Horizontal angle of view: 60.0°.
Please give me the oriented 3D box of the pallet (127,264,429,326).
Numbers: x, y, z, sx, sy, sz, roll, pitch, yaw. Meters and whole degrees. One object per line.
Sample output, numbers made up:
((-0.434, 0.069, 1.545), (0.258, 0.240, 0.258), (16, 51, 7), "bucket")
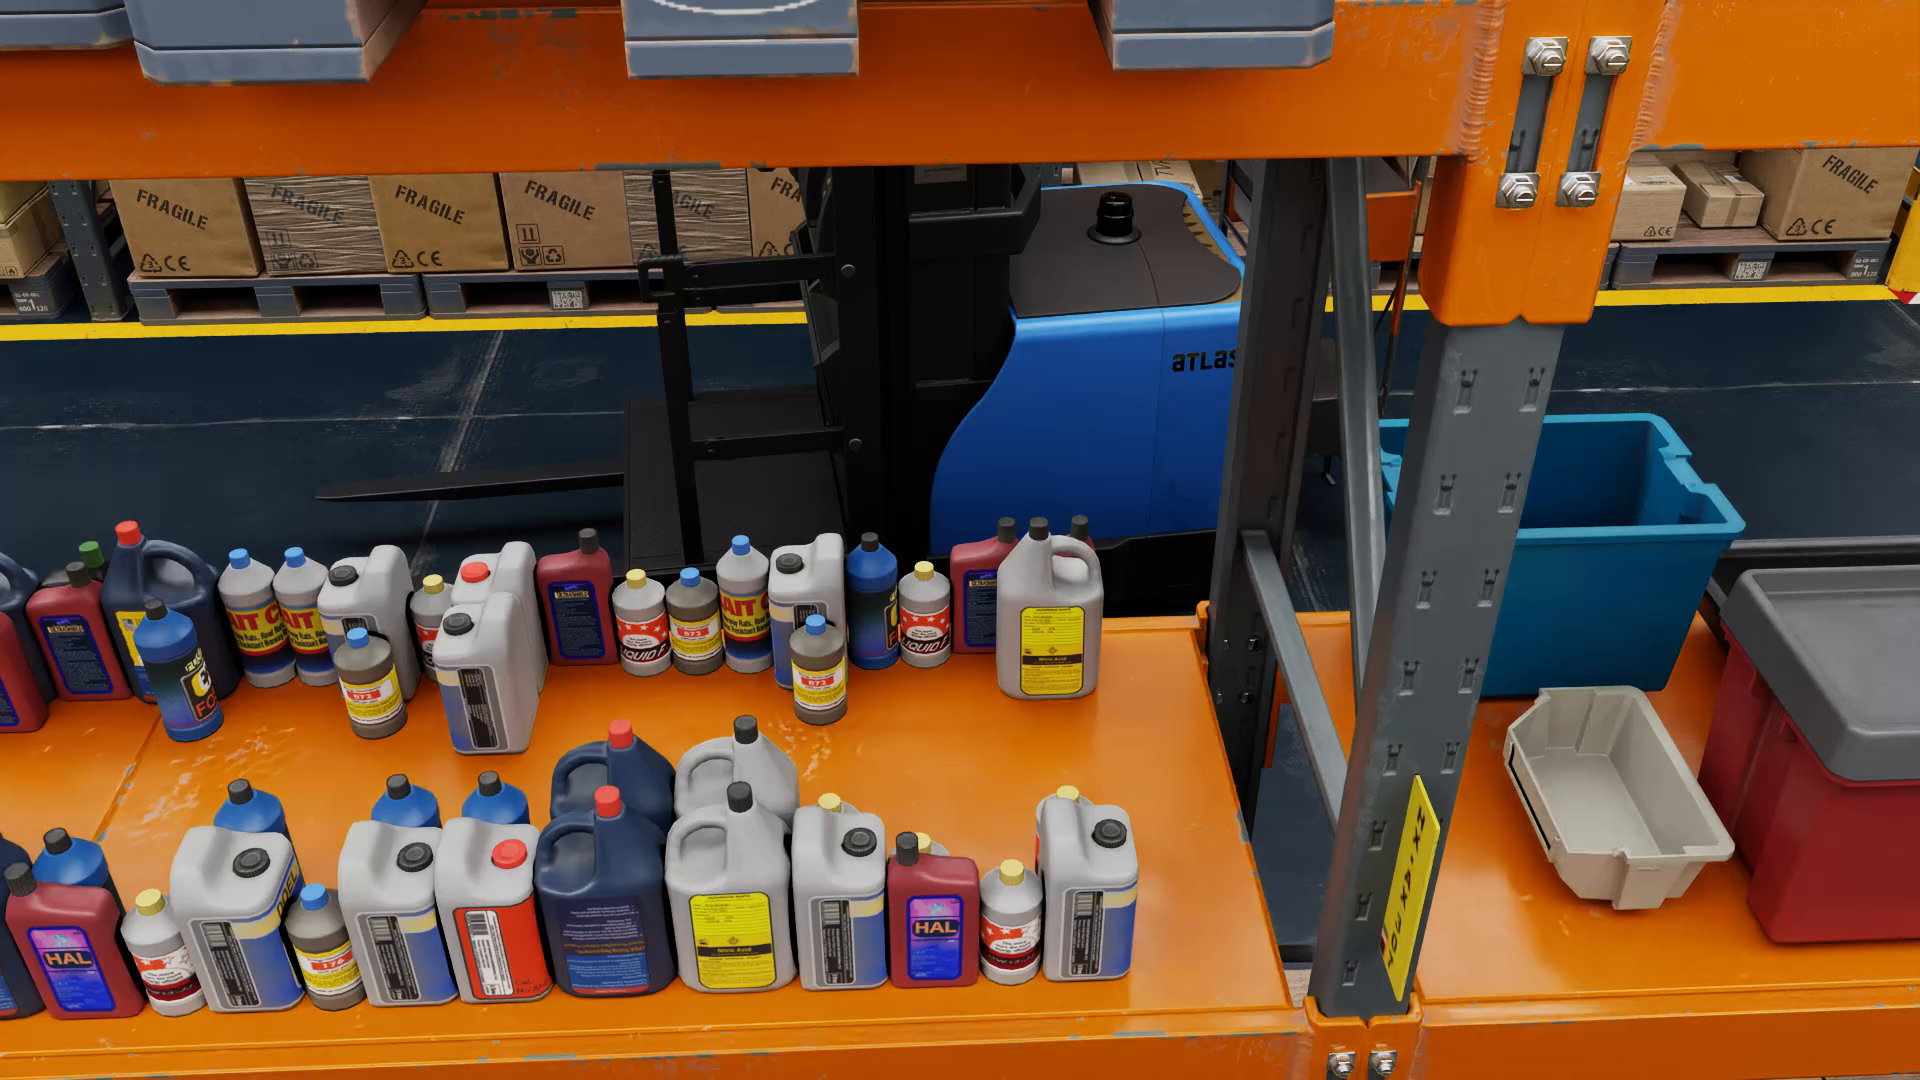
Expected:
((-2.910, -1.295, 7.435), (1.213, 0.211, 1.003), (-2, 35, -2), "pallet")

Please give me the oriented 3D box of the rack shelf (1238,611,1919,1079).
((2.566, 0.507, 3.013), (4.000, 0.370, 1.077), (-2, 35, -2), "rack shelf")

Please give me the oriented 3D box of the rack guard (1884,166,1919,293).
((4.257, -1.628, 7.664), (0.348, 0.500, 1.175), (-2, 35, -2), "rack guard")

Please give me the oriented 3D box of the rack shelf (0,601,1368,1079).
((-1.429, 0.615, 2.858), (4.000, 0.370, 1.077), (-2, 35, -2), "rack shelf")

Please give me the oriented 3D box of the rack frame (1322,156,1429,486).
((1.370, -0.997, 5.346), (0.015, 2.100, 0.400), (-5, 35, -8), "rack frame")

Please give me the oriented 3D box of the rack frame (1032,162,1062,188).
((0.338, -2.551, 6.800), (0.127, 3.000, 1.000), (-2, 35, -2), "rack frame")

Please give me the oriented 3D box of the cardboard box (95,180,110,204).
((-4.195, -1.638, 7.528), (0.500, 0.250, 0.500), (-2, 35, -2), "cardboard box")

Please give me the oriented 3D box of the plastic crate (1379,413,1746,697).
((1.019, 0.041, 3.017), (0.575, 0.384, 0.392), (-2, 35, -2), "plastic crate")

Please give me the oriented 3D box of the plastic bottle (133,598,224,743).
((-1.373, 0.220, 2.909), (0.097, 0.271, 0.097), (0, 35, 0), "plastic bottle")

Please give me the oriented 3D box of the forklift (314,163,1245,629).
((-0.621, -1.147, 4.832), (3.031, 2.935, 1.130), (-5, 35, -8), "forklift")

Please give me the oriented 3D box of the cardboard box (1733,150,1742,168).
((3.649, -1.852, 7.893), (0.250, 0.166, 0.380), (-2, 35, -2), "cardboard box")

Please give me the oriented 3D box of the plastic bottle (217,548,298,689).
((-1.283, 0.135, 3.032), (0.097, 0.271, 0.097), (0, 35, 0), "plastic bottle")

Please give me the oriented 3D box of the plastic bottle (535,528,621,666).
((-0.705, 0.104, 3.066), (0.133, 0.283, 0.061), (-2, 35, -2), "plastic bottle")

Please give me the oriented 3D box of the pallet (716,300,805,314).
((-0.473, -1.360, 7.530), (1.213, 0.211, 1.003), (-2, 35, -2), "pallet")

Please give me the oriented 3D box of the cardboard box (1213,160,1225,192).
((1.265, -1.780, 7.805), (0.250, 0.149, 0.380), (-2, 35, -2), "cardboard box")

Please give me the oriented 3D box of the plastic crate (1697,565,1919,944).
((1.472, 0.333, 2.524), (0.583, 0.464, 0.402), (-2, 35, -2), "plastic crate")

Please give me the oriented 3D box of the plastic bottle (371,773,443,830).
((-0.837, 0.469, 2.549), (0.097, 0.271, 0.097), (0, 35, 0), "plastic bottle")

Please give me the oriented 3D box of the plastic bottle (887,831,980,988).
((-0.039, 0.540, 2.437), (0.133, 0.283, 0.061), (-2, 35, -2), "plastic bottle")

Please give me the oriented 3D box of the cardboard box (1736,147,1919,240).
((3.802, -1.657, 7.318), (0.500, 0.500, 0.500), (-2, 35, -2), "cardboard box")

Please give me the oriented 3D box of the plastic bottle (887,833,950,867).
((-0.061, 0.529, 2.524), (0.097, 0.201, 0.097), (0, 35, 0), "plastic bottle")

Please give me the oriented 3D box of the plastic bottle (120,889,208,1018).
((-1.159, 0.593, 2.431), (0.097, 0.201, 0.097), (0, 35, 0), "plastic bottle")

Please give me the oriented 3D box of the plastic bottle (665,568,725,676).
((-0.492, 0.143, 3.082), (0.097, 0.201, 0.097), (0, 35, 0), "plastic bottle")

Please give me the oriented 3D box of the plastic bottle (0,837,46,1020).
((-1.435, 0.526, 2.397), (0.185, 0.351, 0.144), (-2, 35, -2), "plastic bottle")

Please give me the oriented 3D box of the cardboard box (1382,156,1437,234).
((2.214, -1.758, 7.462), (0.637, 0.503, 0.797), (-2, 35, -2), "cardboard box")

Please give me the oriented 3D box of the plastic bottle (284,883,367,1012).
((-0.928, 0.587, 2.440), (0.097, 0.201, 0.097), (0, 35, 0), "plastic bottle")

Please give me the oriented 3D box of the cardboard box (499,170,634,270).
((-1.645, -1.491, 7.078), (0.500, 0.500, 0.500), (-3, 35, -4), "cardboard box")

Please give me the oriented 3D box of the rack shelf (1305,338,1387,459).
((1.129, -0.388, 5.719), (0.480, 0.518, 0.431), (-5, 35, -8), "rack shelf")

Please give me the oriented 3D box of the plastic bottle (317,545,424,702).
((-1.069, 0.143, 3.016), (0.135, 0.276, 0.152), (-2, 35, -2), "plastic bottle")

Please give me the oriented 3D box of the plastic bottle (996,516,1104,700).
((0.161, 0.112, 2.996), (0.185, 0.351, 0.144), (-2, 35, -2), "plastic bottle")

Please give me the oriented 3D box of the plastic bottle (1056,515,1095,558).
((0.182, 0.081, 3.100), (0.133, 0.283, 0.061), (-2, 35, -2), "plastic bottle")

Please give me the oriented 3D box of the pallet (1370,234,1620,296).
((2.245, -1.456, 7.669), (1.213, 0.211, 1.003), (-2, 35, -2), "pallet")

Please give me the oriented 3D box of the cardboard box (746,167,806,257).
((-0.636, -1.519, 7.119), (0.500, 0.500, 0.500), (-1, 35, -2), "cardboard box")

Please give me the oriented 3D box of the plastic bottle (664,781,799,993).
((-0.334, 0.496, 2.440), (0.185, 0.351, 0.144), (-2, 35, -2), "plastic bottle")

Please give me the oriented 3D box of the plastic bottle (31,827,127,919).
((-1.295, 0.533, 2.456), (0.097, 0.271, 0.097), (0, 35, 0), "plastic bottle")

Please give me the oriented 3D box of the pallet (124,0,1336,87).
((-0.210, -0.814, 1.820), (1.003, 0.211, 1.213), (-2, 35, -2), "pallet")

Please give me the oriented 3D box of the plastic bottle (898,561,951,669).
((-0.066, 0.131, 3.099), (0.097, 0.201, 0.097), (0, 35, 0), "plastic bottle")

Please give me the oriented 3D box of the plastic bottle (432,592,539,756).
((-0.830, 0.224, 2.900), (0.135, 0.276, 0.152), (-2, 35, -2), "plastic bottle")

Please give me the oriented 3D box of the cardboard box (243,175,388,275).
((-2.667, -1.463, 7.038), (0.500, 0.500, 0.500), (-3, 35, -4), "cardboard box")

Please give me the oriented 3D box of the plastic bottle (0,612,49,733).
((-1.710, 0.214, 2.908), (0.133, 0.283, 0.061), (-2, 35, -2), "plastic bottle")

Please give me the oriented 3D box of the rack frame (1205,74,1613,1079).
((0.568, 0.265, 2.731), (0.127, 3.000, 1.000), (-2, 35, -2), "rack frame")

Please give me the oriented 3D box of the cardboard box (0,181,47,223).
((-4.169, -1.561, 6.925), (0.500, 0.311, 0.500), (-1, 35, -1), "cardboard box")

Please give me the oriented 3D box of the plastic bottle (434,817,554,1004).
((-0.679, 0.534, 2.452), (0.135, 0.276, 0.152), (-2, 35, -2), "plastic bottle")

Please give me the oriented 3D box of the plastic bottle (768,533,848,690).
((-0.277, 0.122, 3.047), (0.135, 0.276, 0.152), (-2, 35, -2), "plastic bottle")

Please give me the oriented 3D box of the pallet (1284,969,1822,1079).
((1.301, 1.370, 3.585), (1.213, 0.211, 1.003), (-2, 35, -2), "pallet")

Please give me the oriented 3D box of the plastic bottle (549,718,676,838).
((-0.526, 0.419, 2.552), (0.185, 0.351, 0.144), (-2, 35, -2), "plastic bottle")

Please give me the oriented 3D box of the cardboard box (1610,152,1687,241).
((2.851, -1.545, 7.377), (0.500, 0.250, 0.500), (-2, 35, -2), "cardboard box")

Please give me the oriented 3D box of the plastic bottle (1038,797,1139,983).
((0.190, 0.511, 2.485), (0.135, 0.276, 0.152), (-2, 35, -2), "plastic bottle")

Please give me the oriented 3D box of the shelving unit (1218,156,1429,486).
((1.129, -0.975, 5.313), (0.503, 2.100, 0.431), (-5, 35, -8), "shelving unit")

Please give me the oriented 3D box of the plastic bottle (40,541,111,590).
((-1.584, 0.128, 3.031), (0.133, 0.283, 0.061), (-2, 35, -2), "plastic bottle")
